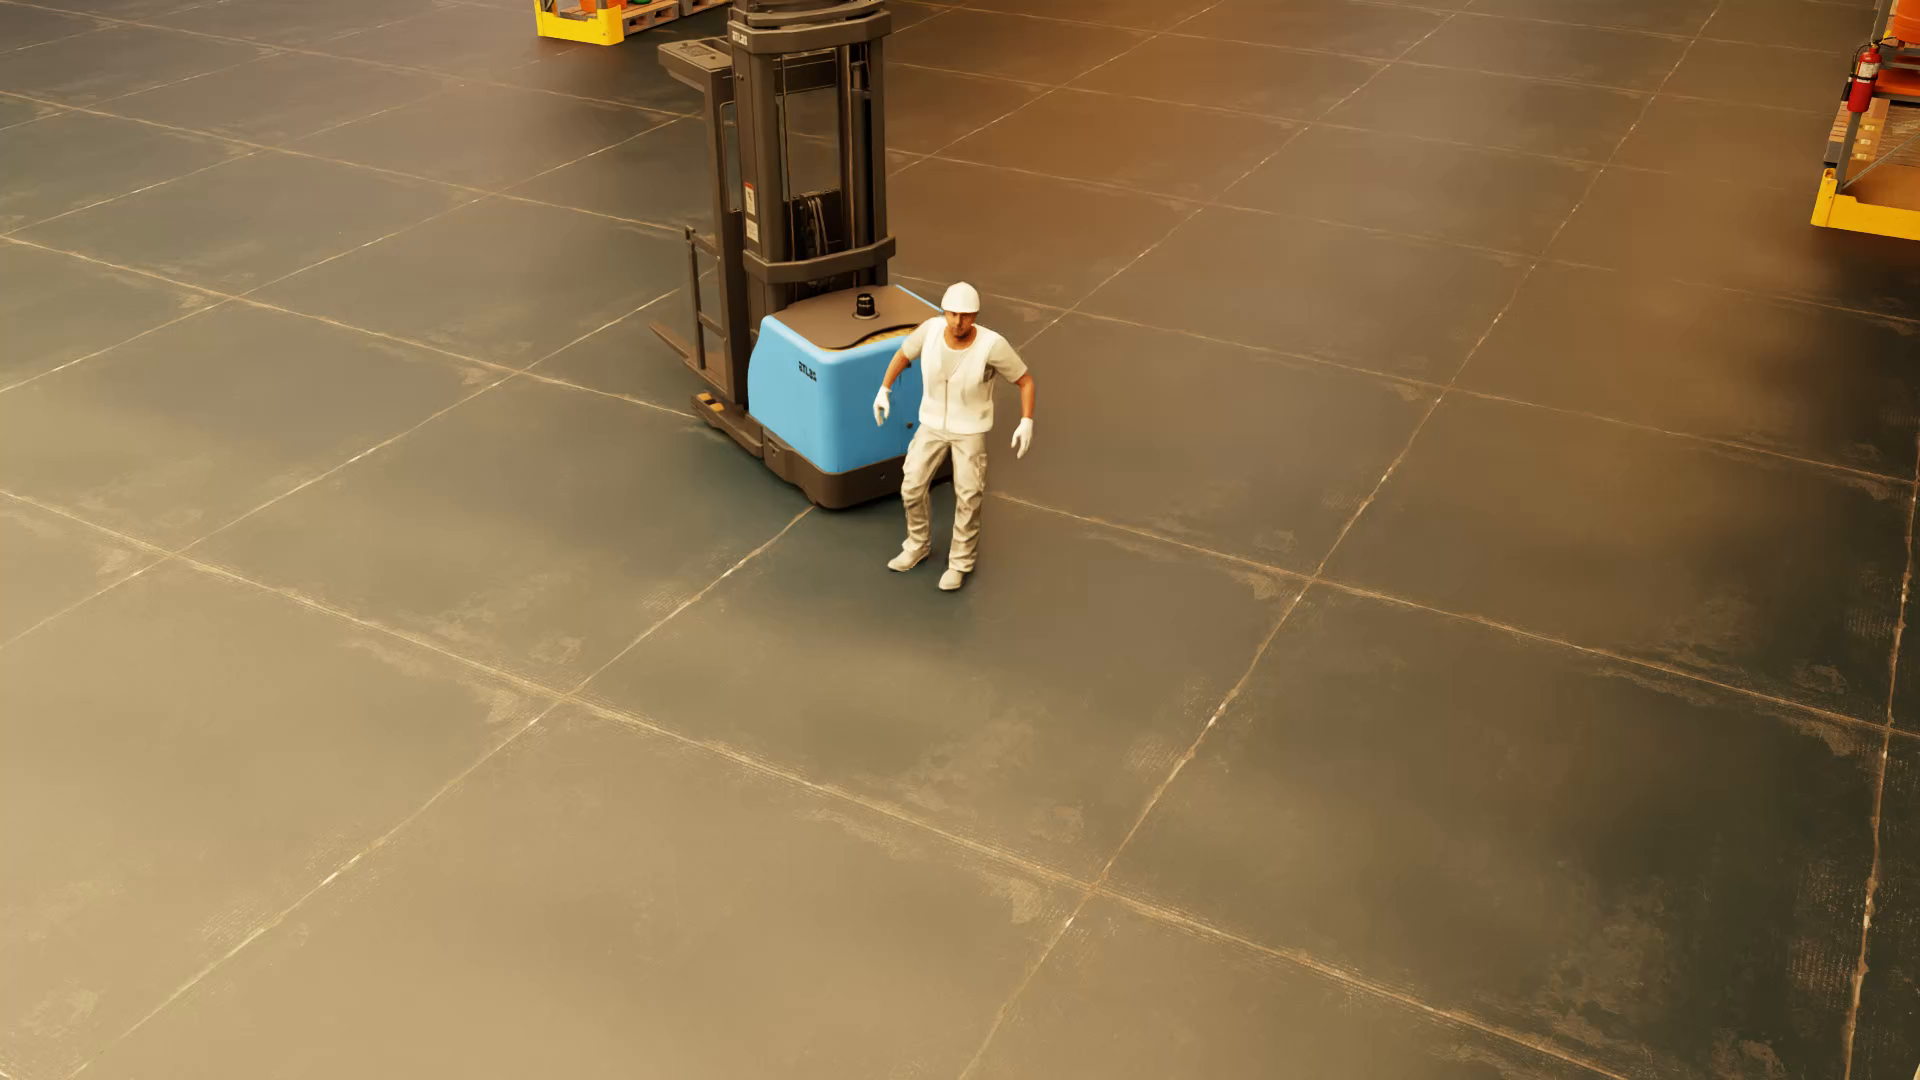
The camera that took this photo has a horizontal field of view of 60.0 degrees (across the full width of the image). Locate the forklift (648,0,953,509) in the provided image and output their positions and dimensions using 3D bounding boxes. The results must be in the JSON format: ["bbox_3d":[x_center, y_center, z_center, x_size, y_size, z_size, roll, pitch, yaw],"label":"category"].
[{"bbox_3d":[-1.196,-2.152,10.800,1.130,2.935,3.031,-19,35,-29],"label":"forklift"}]

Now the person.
[{"bbox_3d":[-0.071,-0.582,9.333,0.961,1.749,0.625,12,32,19],"label":"person"}]
